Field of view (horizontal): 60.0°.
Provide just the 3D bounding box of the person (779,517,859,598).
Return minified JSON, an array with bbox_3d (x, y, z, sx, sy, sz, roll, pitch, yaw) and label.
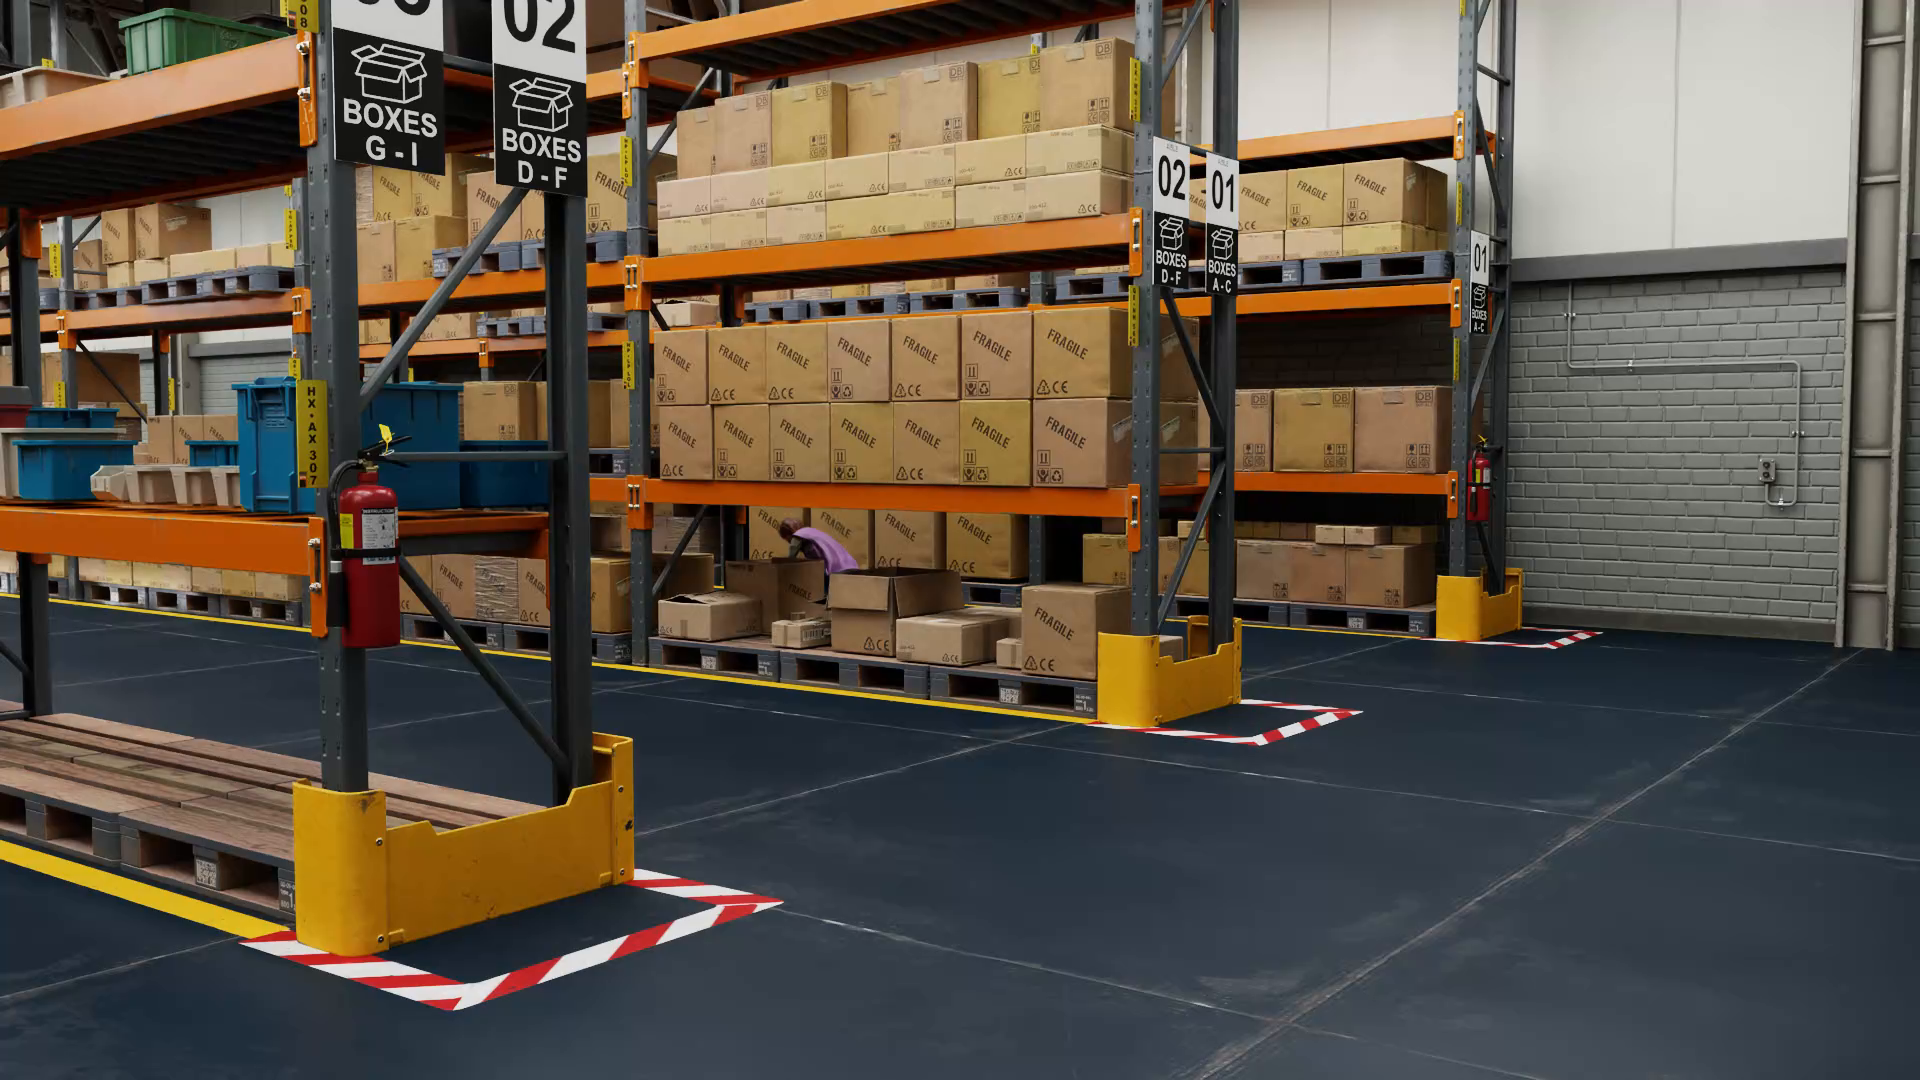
[{"bbox_3d":[-1.265,0.252,14.539,0.806,0.902,0.442,2,4,36],"label":"person"}]
